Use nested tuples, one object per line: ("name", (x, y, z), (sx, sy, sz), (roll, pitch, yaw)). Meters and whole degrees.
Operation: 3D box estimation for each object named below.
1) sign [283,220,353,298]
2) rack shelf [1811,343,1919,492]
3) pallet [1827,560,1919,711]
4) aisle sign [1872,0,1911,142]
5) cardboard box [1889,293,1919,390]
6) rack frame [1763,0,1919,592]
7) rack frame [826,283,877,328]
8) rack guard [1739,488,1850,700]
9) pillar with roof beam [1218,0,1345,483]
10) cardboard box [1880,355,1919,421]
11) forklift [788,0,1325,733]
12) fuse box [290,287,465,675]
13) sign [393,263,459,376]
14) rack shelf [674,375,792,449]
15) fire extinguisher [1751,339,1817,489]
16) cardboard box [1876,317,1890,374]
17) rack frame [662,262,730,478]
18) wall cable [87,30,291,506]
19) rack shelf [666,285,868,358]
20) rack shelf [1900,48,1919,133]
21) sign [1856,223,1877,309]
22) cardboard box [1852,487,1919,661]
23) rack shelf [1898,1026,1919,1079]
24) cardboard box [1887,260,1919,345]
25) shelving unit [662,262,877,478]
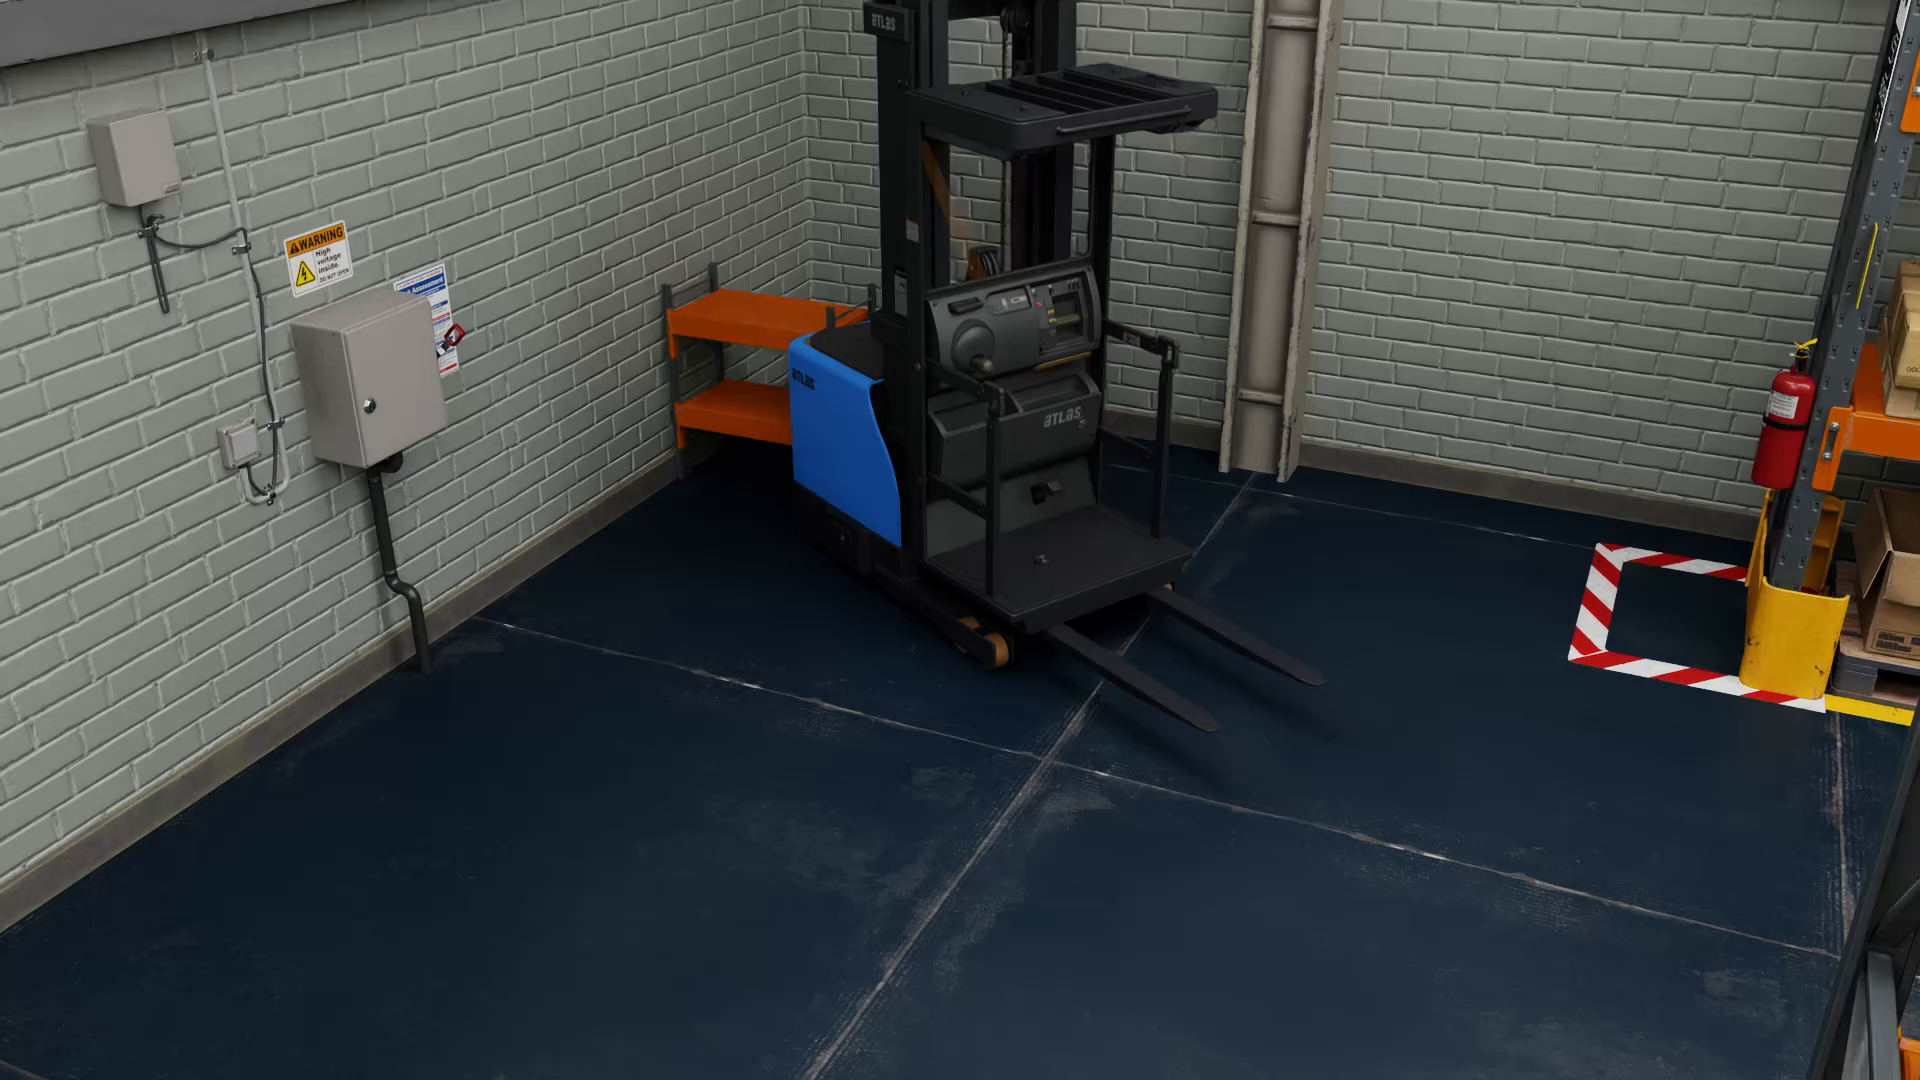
("sign", (-2.596, -1.141, 6.737), (0.001, 0.242, 0.339), (11, 28, 22))
("rack shelf", (5.628, -0.224, 6.623), (4.000, 0.370, 1.077), (11, 28, 22))
("pallet", (4.602, 0.498, 7.499), (1.213, 0.211, 1.003), (11, 28, 22))
("aisle sign", (3.624, -1.973, 6.418), (0.004, 0.787, 0.394), (11, 28, 22))
("cardboard box", (4.109, -0.787, 6.786), (0.500, 0.250, 0.500), (12, 28, 22))
("rack frame", (3.807, -0.912, 7.207), (0.127, 3.000, 1.000), (11, 28, 22))
("rack frame", (-0.570, -0.784, 9.025), (0.032, 1.125, 0.500), (11, 27, 23))
("rack guard", (3.876, 0.223, 7.731), (0.348, 0.500, 1.175), (11, 28, 22))
("pillar with roof beam", (-0.056, -2.728, 4.103), (0.400, 9.000, 9.100), (11, 28, 22))
("cardboard box", (3.993, -0.629, 6.916), (0.250, 0.149, 0.380), (11, 28, 21))
("forklift", (0.386, -0.970, 7.401), (1.130, 2.935, 3.031), (-18, 31, -32))
("fuse box", (-2.384, -0.177, 7.173), (0.414, 1.711, 0.539), (11, 28, 22))
("sign", (-2.368, -0.949, 7.389), (0.001, 0.494, 0.329), (11, 28, 22))
("rack shelf", (-1.028, -0.651, 9.327), (1.000, 0.278, 0.538), (11, 27, 23))
("fire extinguisher", (3.482, -0.551, 6.984), (0.183, 0.674, 0.296), (11, 28, 22))
("cardboard box", (4.220, -0.847, 7.359), (0.250, 0.149, 0.380), (11, 28, 21))
("rack frame", (-1.489, -0.962, 9.421), (0.032, 1.125, 0.500), (11, 27, 23))
("wall cable", (-2.810, -0.965, 6.165), (0.122, 1.984, 0.588), (11, 28, 22))
("rack shelf", (-1.032, -1.138, 9.099), (1.000, 0.278, 0.538), (11, 27, 23))
("rack shelf", (5.628, -1.570, 5.961), (4.000, 0.370, 1.077), (11, 28, 22))
("sign", (3.583, -1.082, 6.572), (0.005, 0.325, 0.100), (11, 28, 22))
("cardboard box", (4.325, 0.169, 7.361), (0.637, 0.503, 0.797), (10, 28, 20))
("rack shelf", (3.577, 1.773, 2.568), (4.000, 0.370, 1.077), (11, 28, 22))
("cardboard box", (4.336, -1.001, 7.220), (0.500, 0.250, 0.500), (12, 29, 23))
("shelving unit", (-1.029, -0.873, 9.223), (1.048, 1.125, 0.538), (11, 27, 23))
